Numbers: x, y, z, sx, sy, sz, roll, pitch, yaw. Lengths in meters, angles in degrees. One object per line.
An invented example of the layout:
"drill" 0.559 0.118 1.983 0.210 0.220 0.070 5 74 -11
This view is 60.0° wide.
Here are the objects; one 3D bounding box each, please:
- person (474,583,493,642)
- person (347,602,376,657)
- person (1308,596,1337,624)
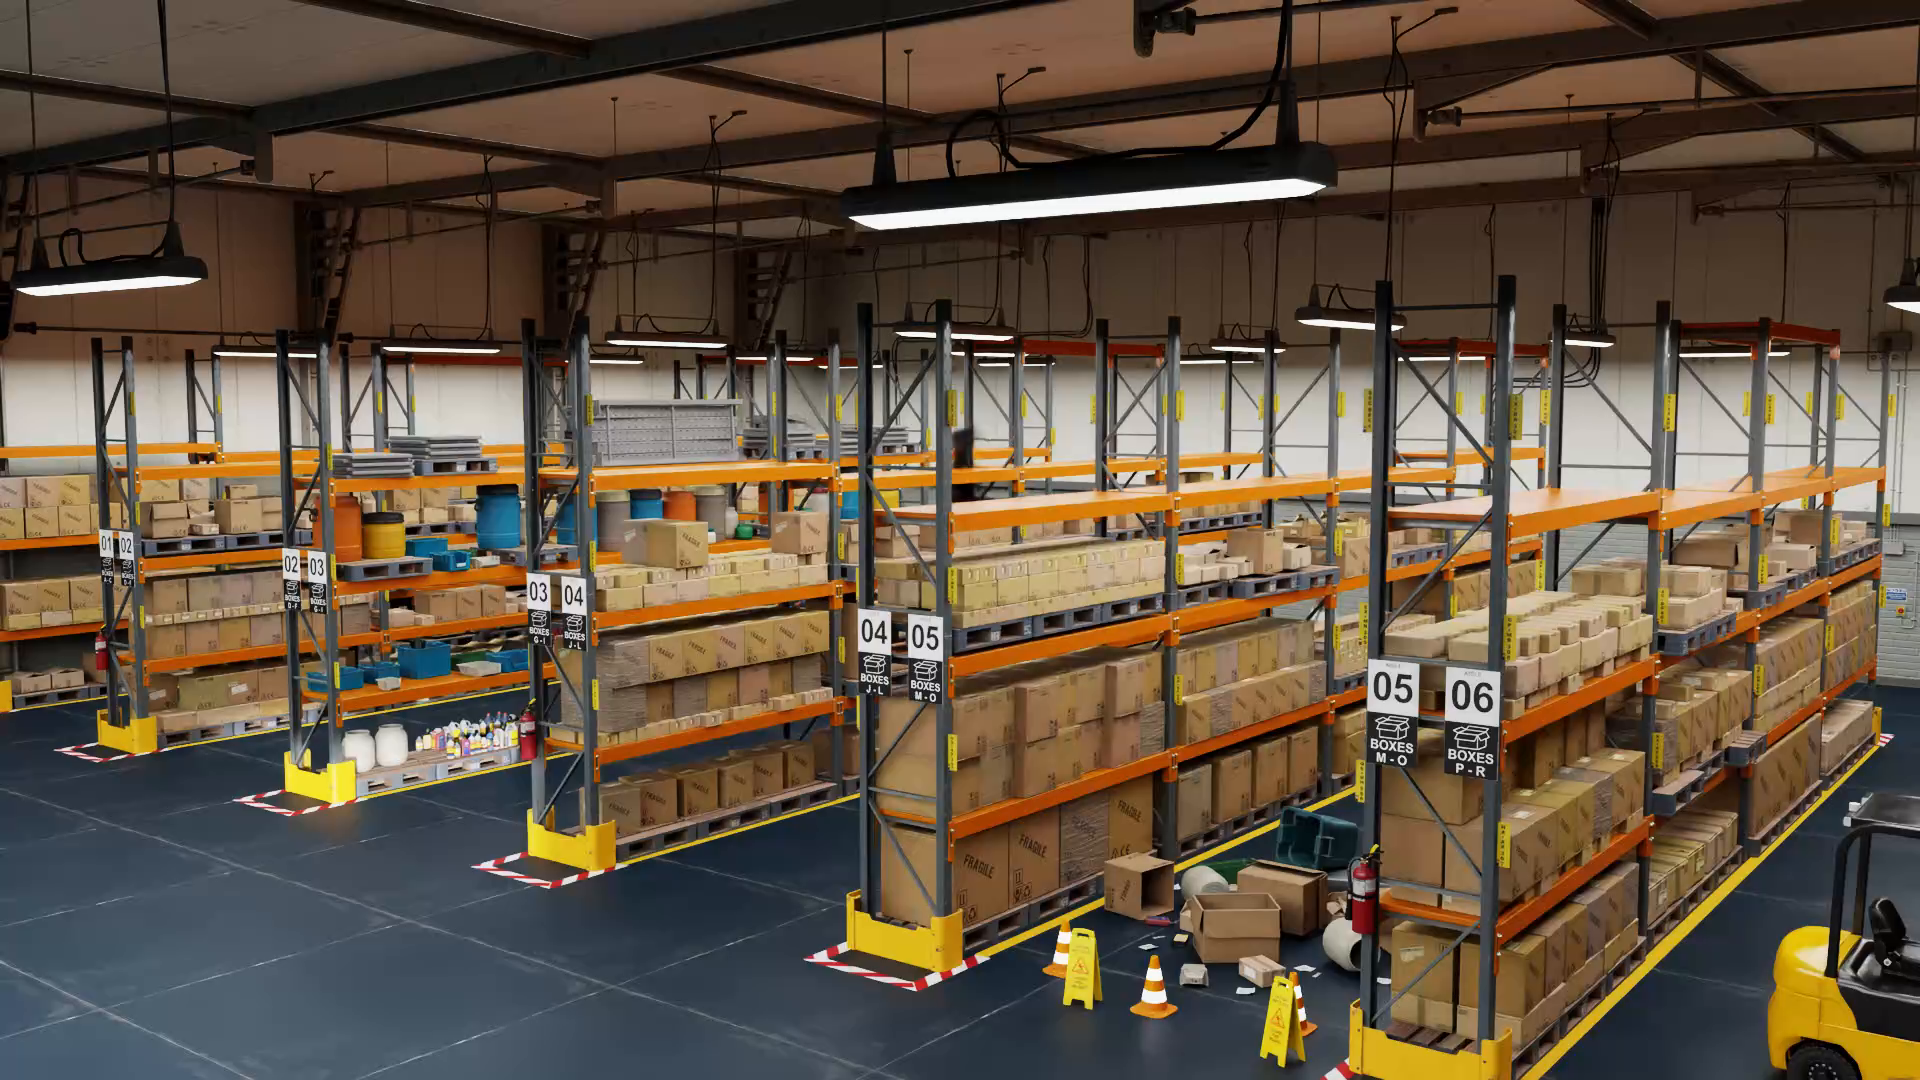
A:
"person" -9.093 1.610 31.712 0.614 1.613 0.819 3 6 27
"person" -11.219 1.645 30.959 0.674 1.734 0.825 -1 5 -15
"person" 6.314 1.753 29.186 0.658 1.760 0.669 3 6 33
